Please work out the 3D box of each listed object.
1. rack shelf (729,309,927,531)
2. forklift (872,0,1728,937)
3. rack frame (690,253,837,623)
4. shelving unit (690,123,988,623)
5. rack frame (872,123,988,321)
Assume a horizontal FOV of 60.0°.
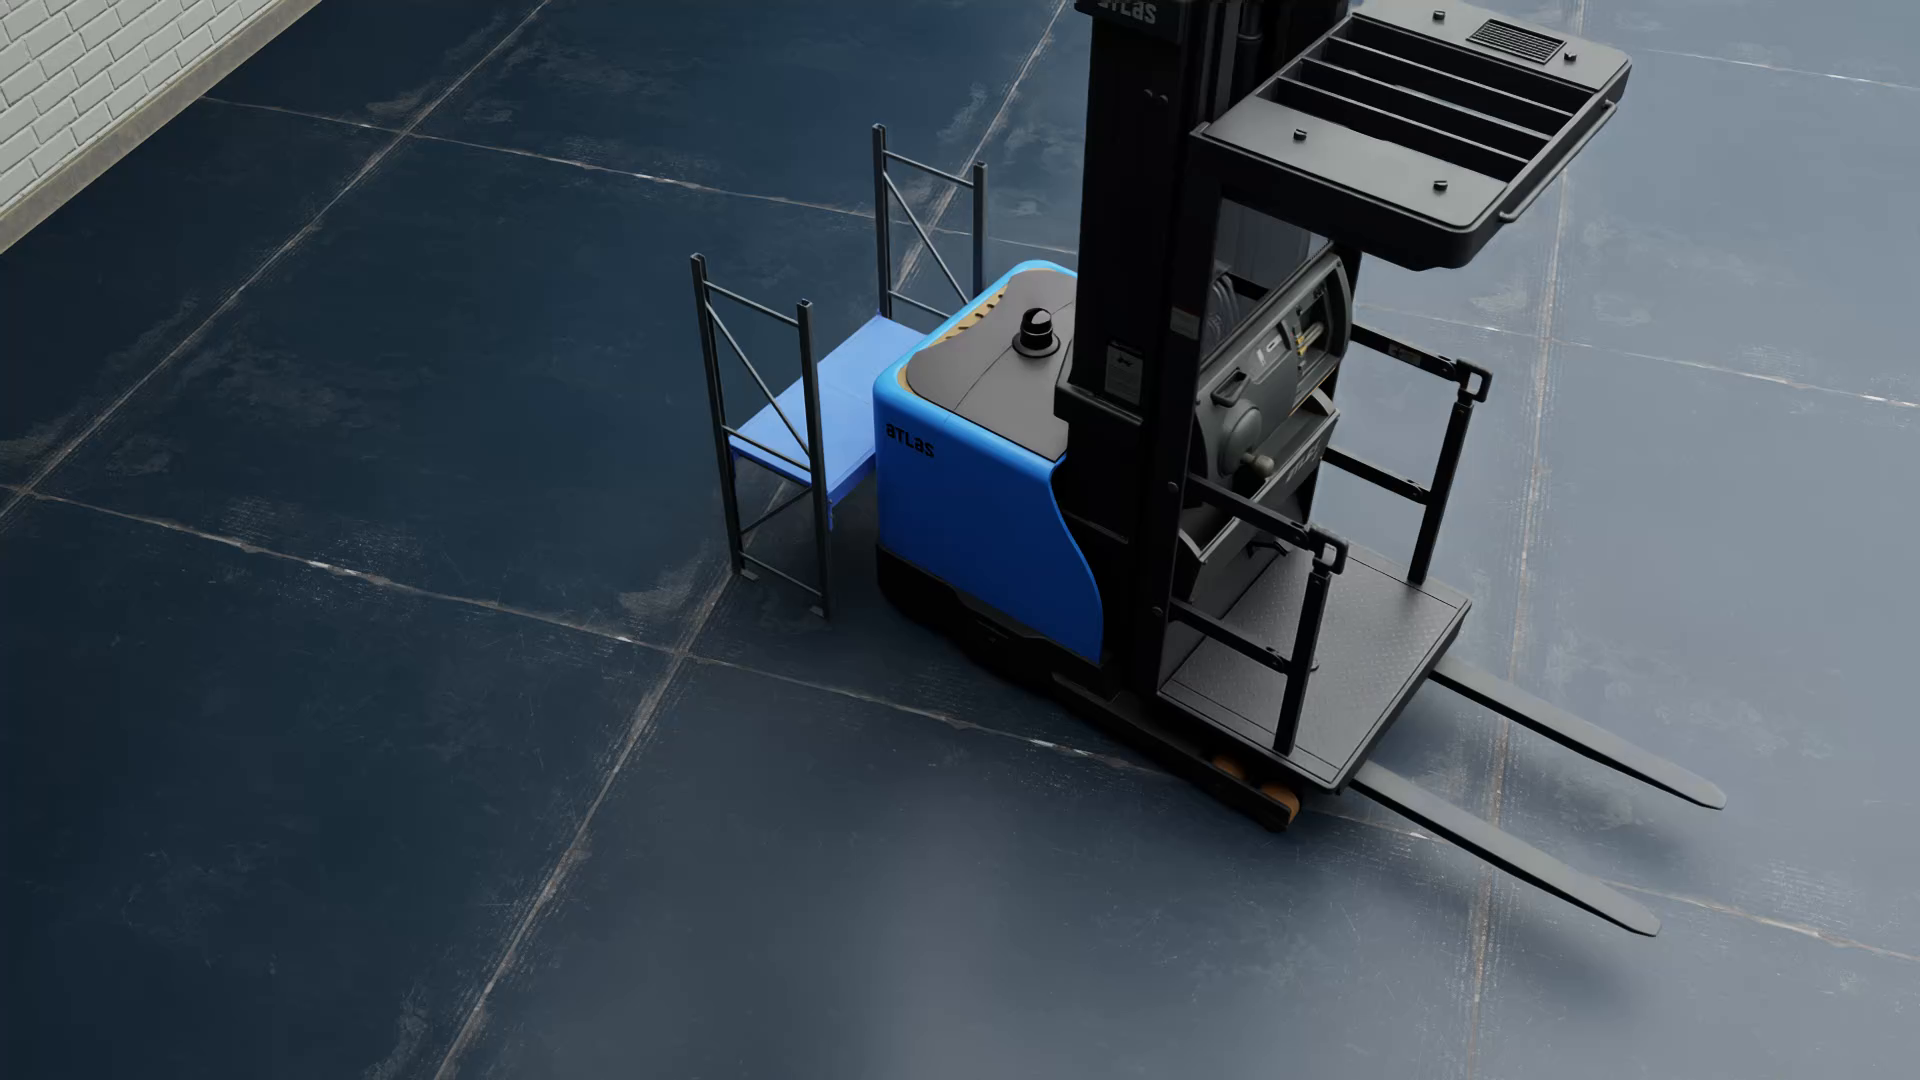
[{"bbox_3d":[-0.402,-0.486,6.432,0.538,0.185,1.000,26,50,24],"label":"rack shelf"},{"bbox_3d":[1.158,-0.480,5.145,3.031,2.935,1.130,28,51,26],"label":"forklift"},{"bbox_3d":[-0.692,-0.323,6.007,0.500,1.500,0.032,26,50,24],"label":"rack frame"},{"bbox_3d":[-0.402,-0.615,6.306,0.538,1.500,1.048,26,50,24],"label":"shelving unit"},{"bbox_3d":[-0.113,-0.907,6.605,0.500,1.500,0.032,26,50,24],"label":"rack frame"}]
